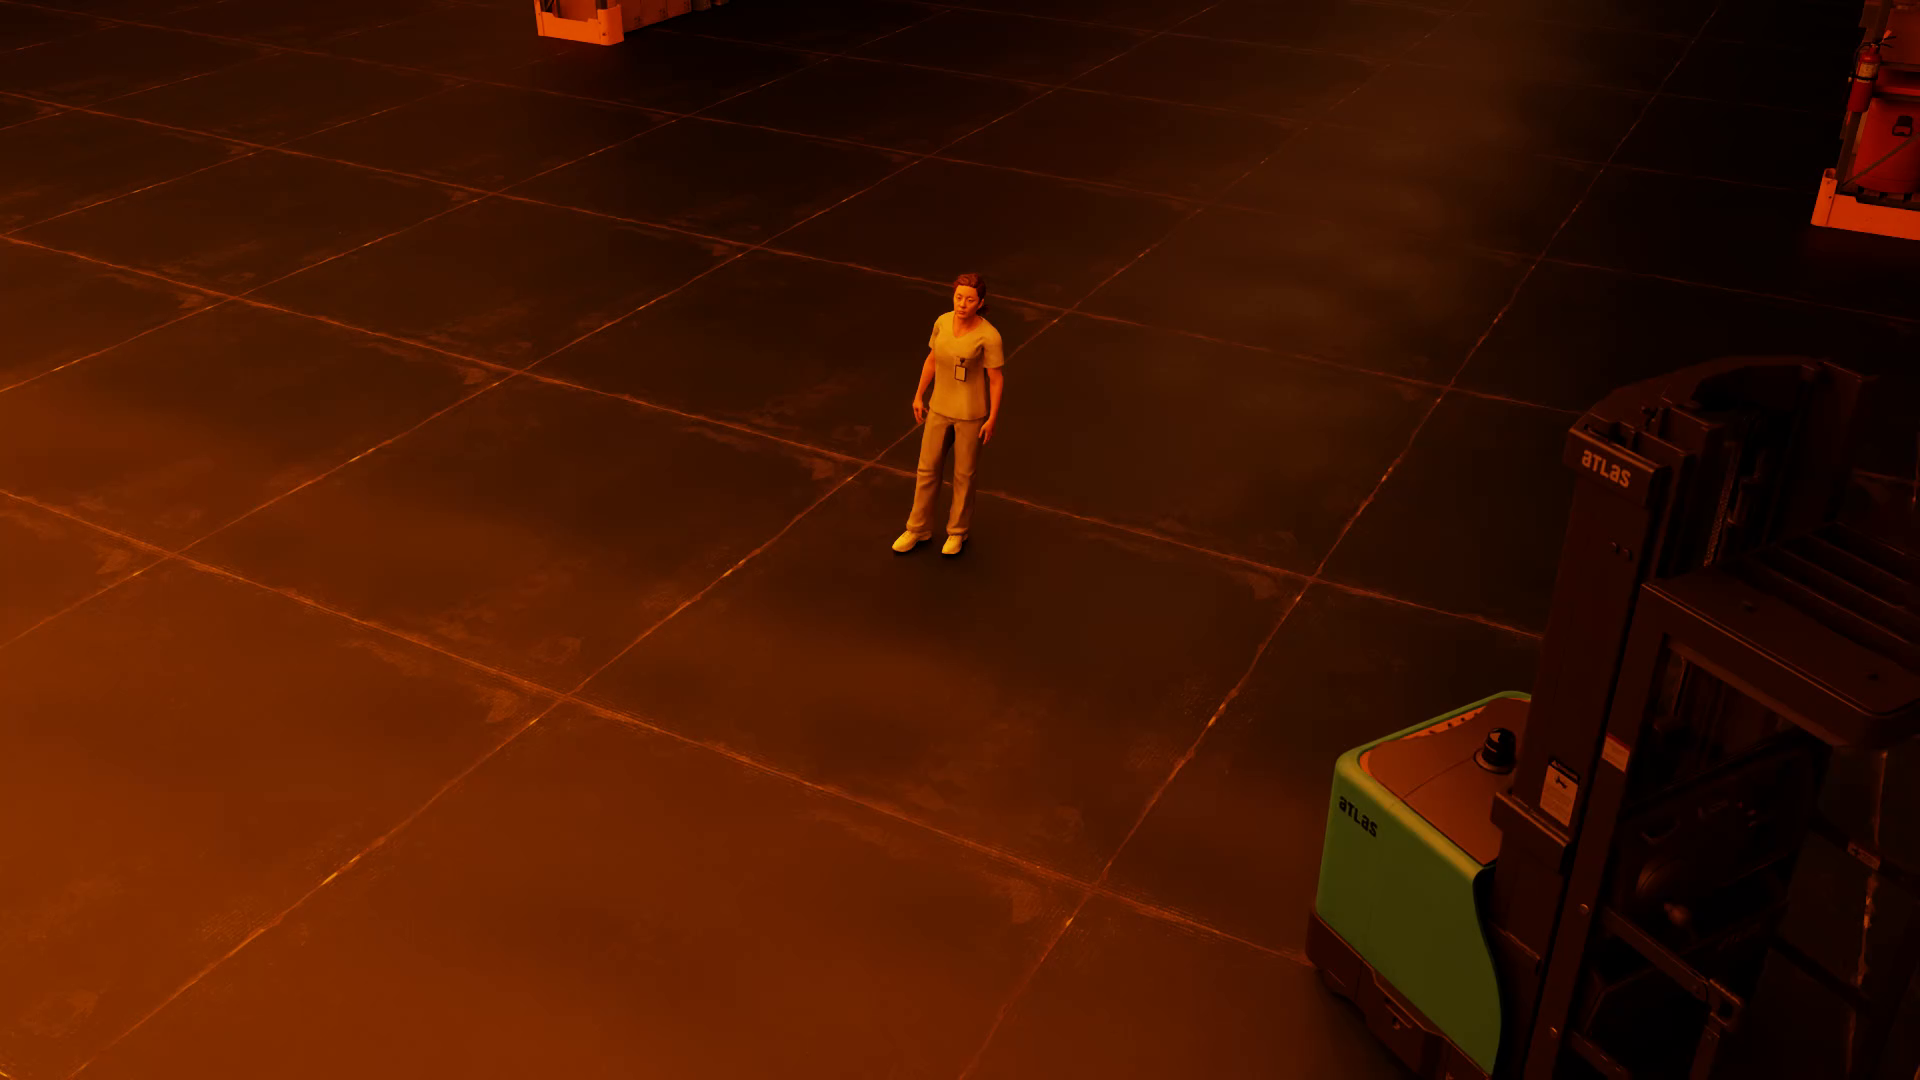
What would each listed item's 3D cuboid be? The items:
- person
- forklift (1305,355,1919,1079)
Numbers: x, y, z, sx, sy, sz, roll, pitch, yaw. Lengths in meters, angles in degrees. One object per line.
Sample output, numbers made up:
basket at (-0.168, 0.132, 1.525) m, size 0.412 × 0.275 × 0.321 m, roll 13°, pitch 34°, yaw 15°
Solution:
person at (-0.047, -0.703, 9.530) m, size 0.549 × 1.675 × 0.549 m, roll 15°, pitch 33°, yaw 25°
forklift at (2.590, 1.016, 5.310) m, size 1.130 × 2.935 × 3.031 m, roll -16°, pitch 33°, yaw -25°
